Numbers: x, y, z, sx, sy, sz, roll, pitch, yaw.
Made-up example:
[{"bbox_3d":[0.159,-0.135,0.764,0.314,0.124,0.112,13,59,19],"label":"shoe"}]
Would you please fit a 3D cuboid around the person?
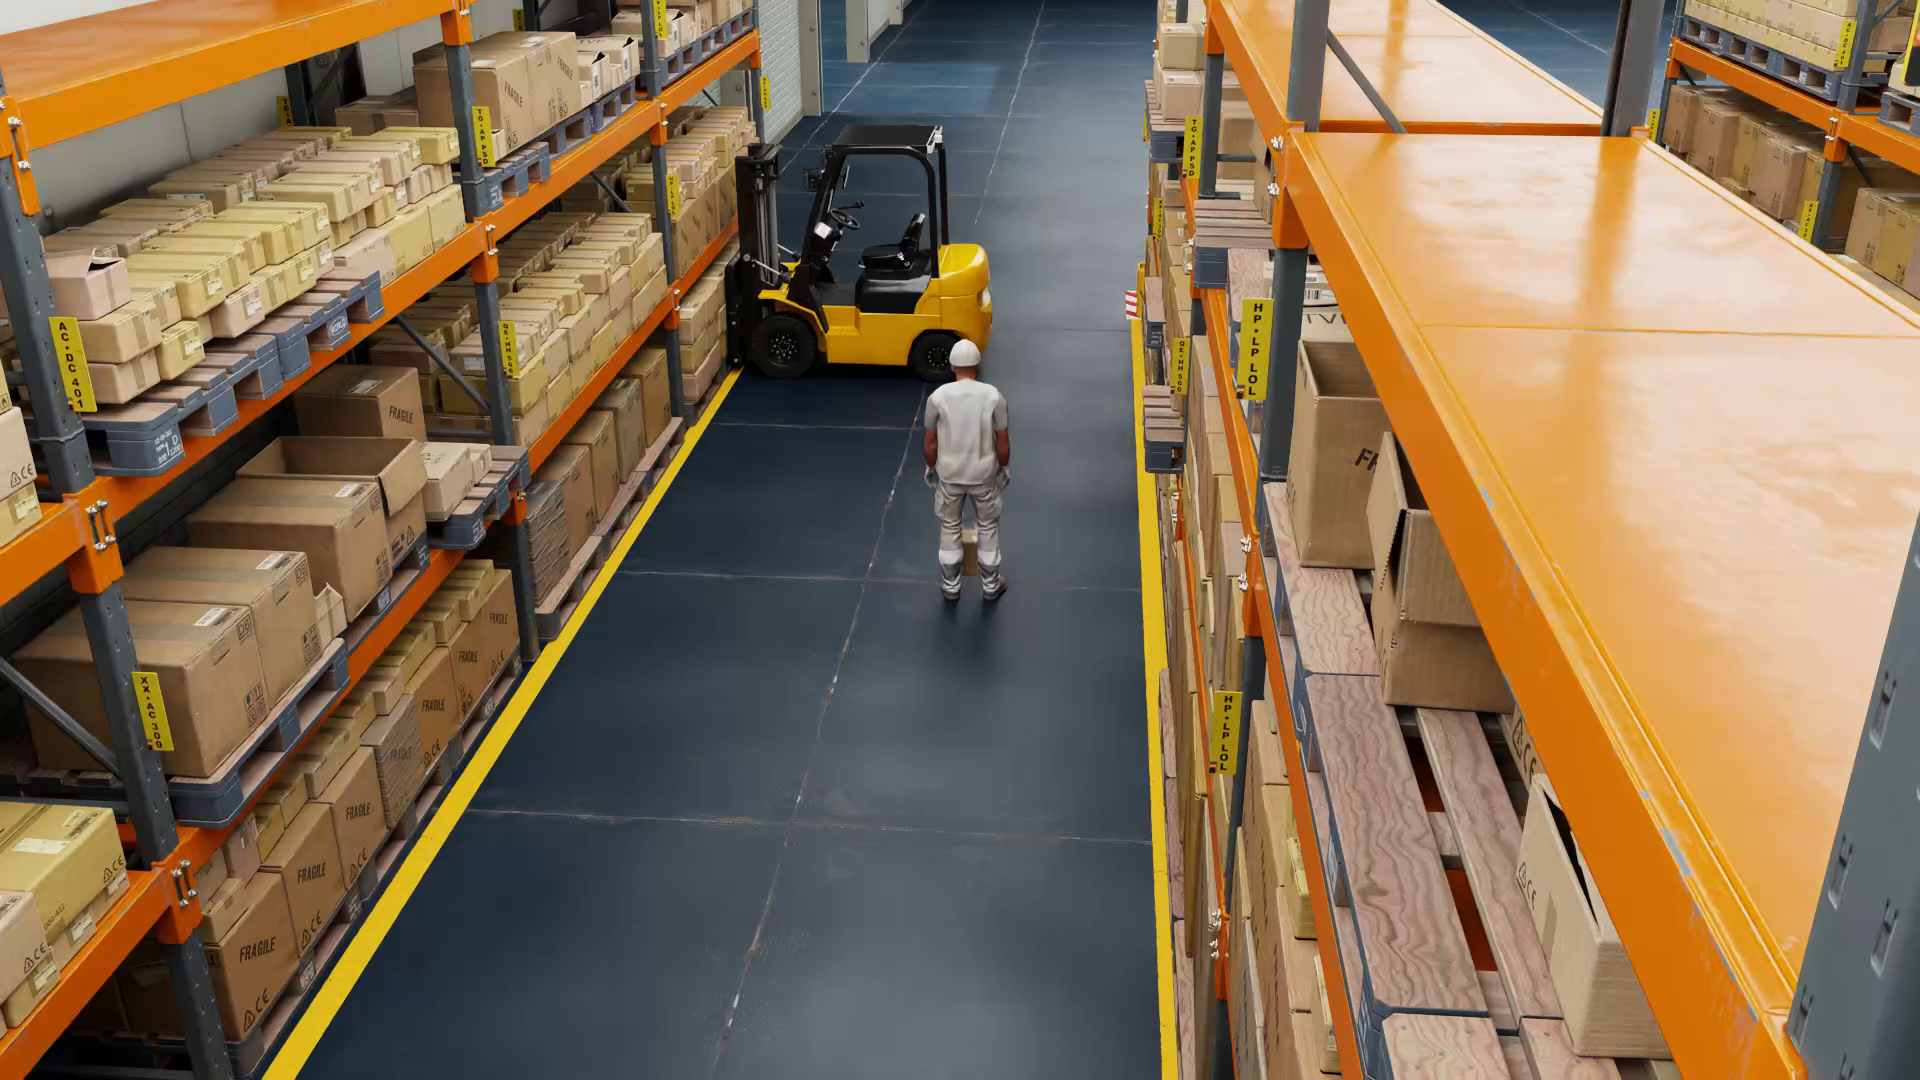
[{"bbox_3d":[0.050,-0.446,10.980,0.574,1.781,0.438,1,24,2],"label":"person"}]
